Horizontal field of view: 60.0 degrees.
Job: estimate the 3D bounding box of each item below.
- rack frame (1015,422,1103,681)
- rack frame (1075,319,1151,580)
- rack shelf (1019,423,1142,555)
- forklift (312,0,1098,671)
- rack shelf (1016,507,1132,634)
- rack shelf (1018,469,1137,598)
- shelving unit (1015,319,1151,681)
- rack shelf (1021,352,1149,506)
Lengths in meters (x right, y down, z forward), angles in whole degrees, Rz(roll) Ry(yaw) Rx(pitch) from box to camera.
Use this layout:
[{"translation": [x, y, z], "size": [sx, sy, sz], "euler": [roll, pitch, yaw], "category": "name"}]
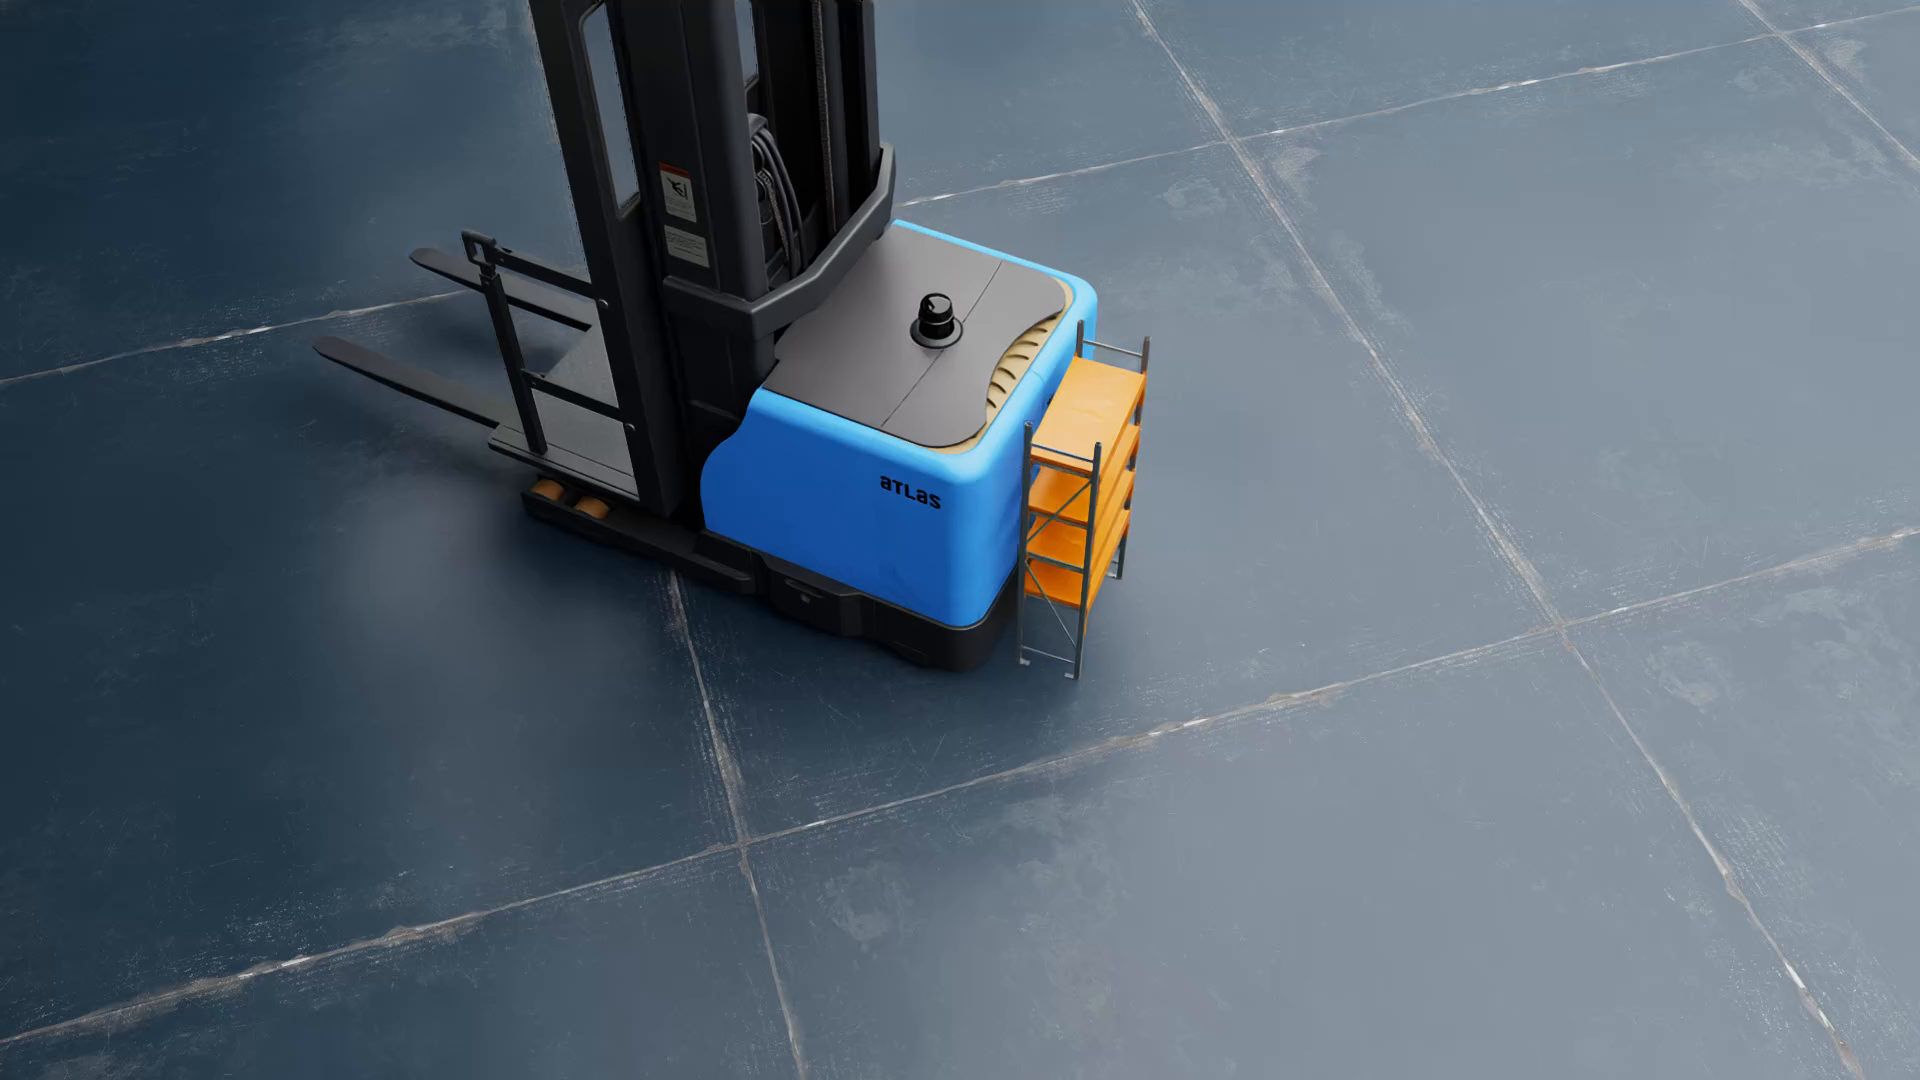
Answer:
[{"translation": [0.308, 0.070, 5.406], "size": [0.240, 1.200, 0.015], "euler": [17, 52, 14], "category": "rack frame"}, {"translation": [0.487, -0.277, 5.699], "size": [0.240, 1.200, 0.015], "euler": [17, 52, 14], "category": "rack frame"}, {"translation": [0.397, -0.204, 5.433], "size": [0.258, 0.148, 0.480], "euler": [17, 52, 14], "category": "rack shelf"}, {"translation": [-1.076, -1.288, 5.418], "size": [3.031, 2.935, 1.130], "euler": [21, 53, 17], "category": "forklift"}, {"translation": [0.397, 0.068, 5.756], "size": [0.258, 0.148, 0.480], "euler": [17, 52, 14], "category": "rack shelf"}, {"translation": [0.397, -0.060, 5.604], "size": [0.258, 0.148, 0.480], "euler": [17, 52, 14], "category": "rack shelf"}, {"translation": [0.397, -0.103, 5.552], "size": [0.258, 1.200, 0.503], "euler": [17, 52, 14], "category": "shelving unit"}, {"translation": [0.397, -0.357, 5.252], "size": [0.258, 0.148, 0.480], "euler": [17, 52, 14], "category": "rack shelf"}]
